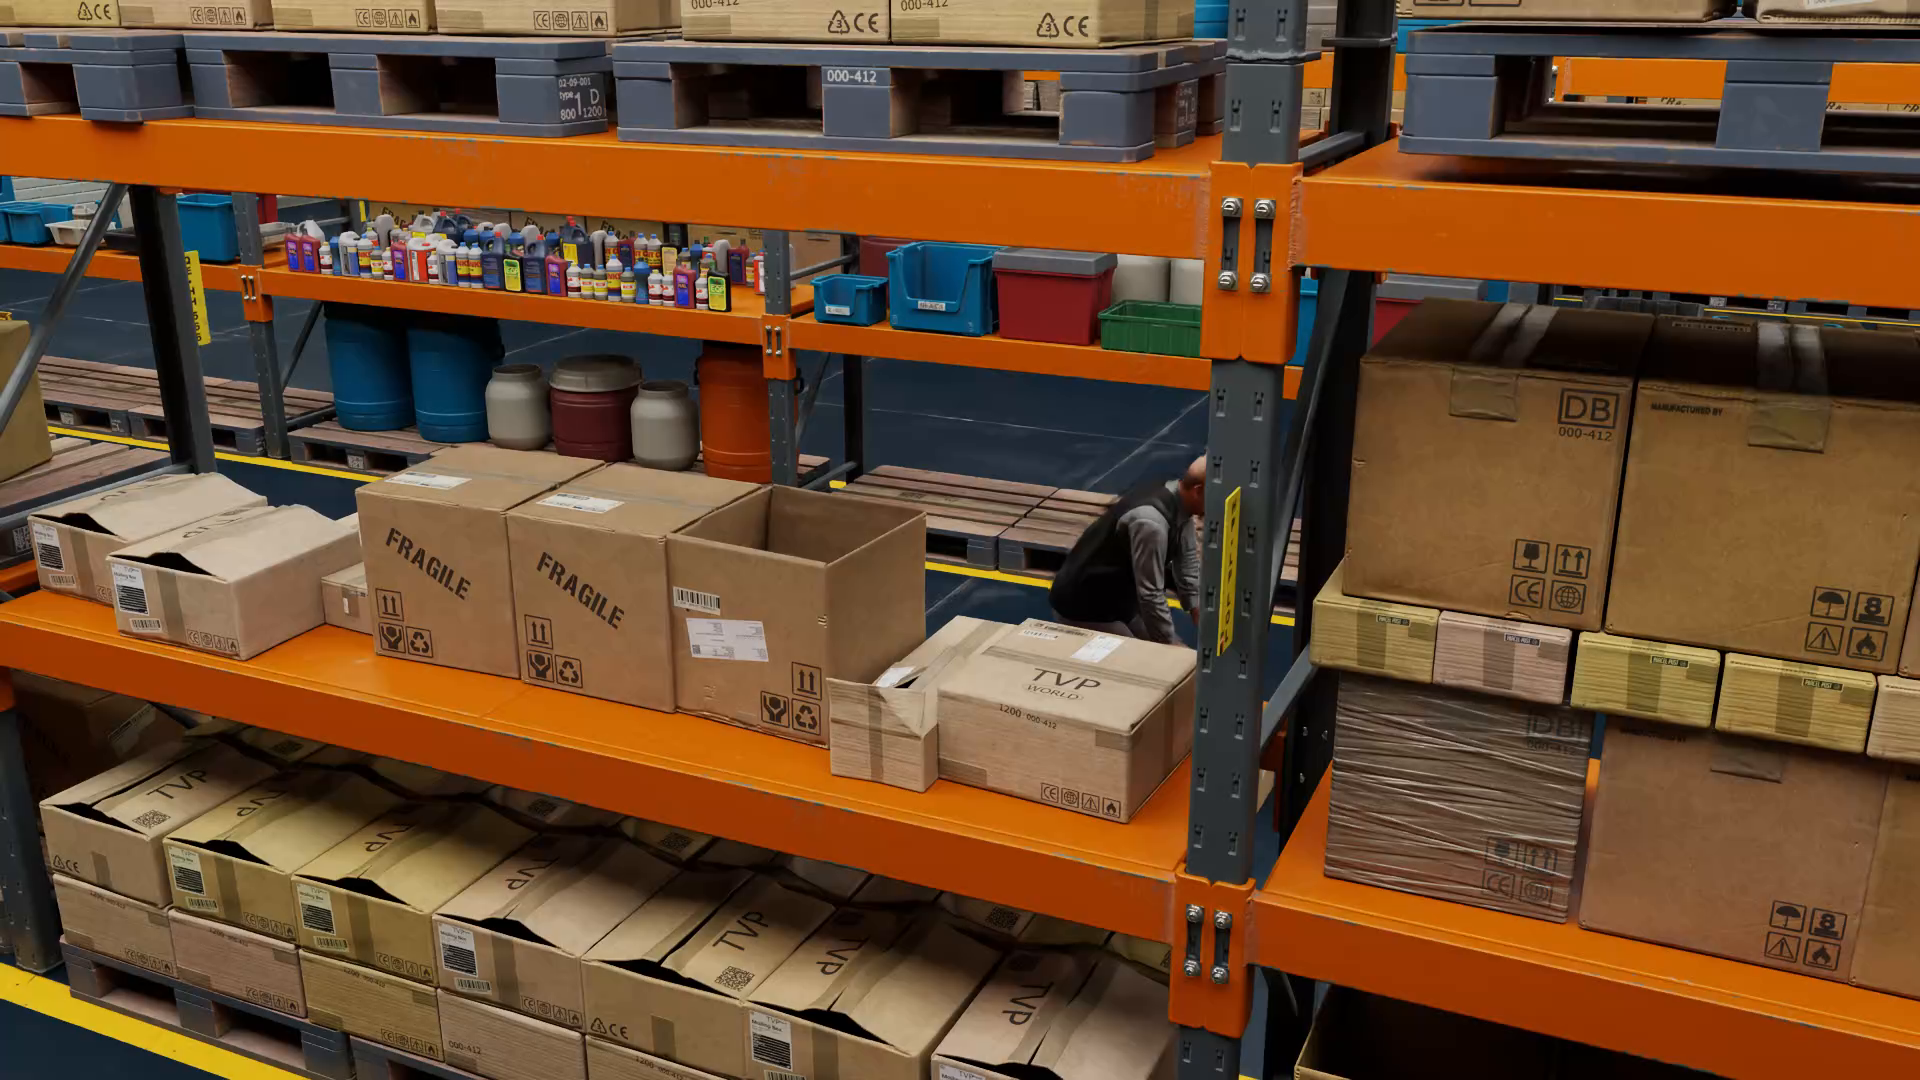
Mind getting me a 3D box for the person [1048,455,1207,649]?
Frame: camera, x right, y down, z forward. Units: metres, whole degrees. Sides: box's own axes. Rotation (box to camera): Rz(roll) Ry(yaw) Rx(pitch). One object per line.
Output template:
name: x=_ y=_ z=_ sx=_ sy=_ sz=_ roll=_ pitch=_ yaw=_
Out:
person: x=0.734 y=0.305 z=6.711 sx=0.709 sy=1.404 sz=0.591 roll=8 pitch=21 yaw=23
